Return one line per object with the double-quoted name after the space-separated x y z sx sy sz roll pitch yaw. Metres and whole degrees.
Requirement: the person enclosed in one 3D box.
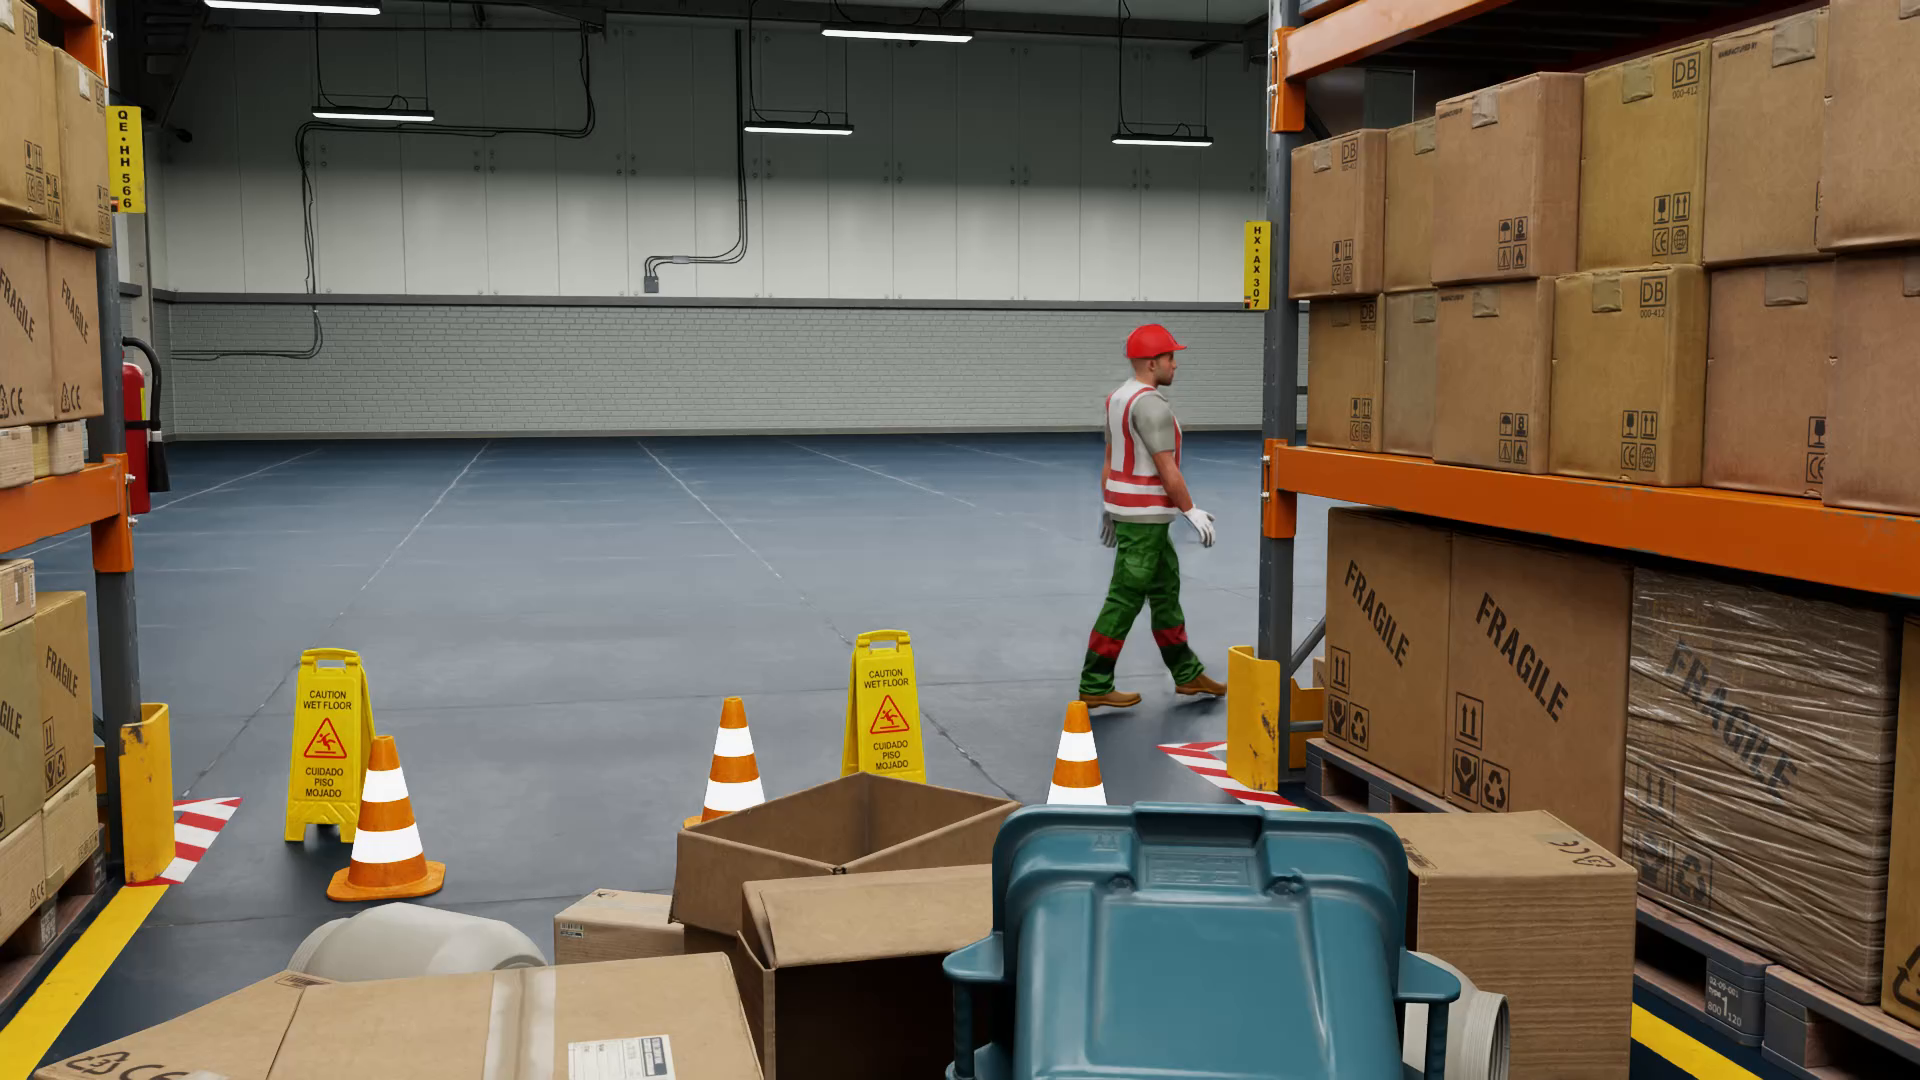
0.941 -0.110 7.672 0.808 1.756 0.578 -1 6 -8 "person"
